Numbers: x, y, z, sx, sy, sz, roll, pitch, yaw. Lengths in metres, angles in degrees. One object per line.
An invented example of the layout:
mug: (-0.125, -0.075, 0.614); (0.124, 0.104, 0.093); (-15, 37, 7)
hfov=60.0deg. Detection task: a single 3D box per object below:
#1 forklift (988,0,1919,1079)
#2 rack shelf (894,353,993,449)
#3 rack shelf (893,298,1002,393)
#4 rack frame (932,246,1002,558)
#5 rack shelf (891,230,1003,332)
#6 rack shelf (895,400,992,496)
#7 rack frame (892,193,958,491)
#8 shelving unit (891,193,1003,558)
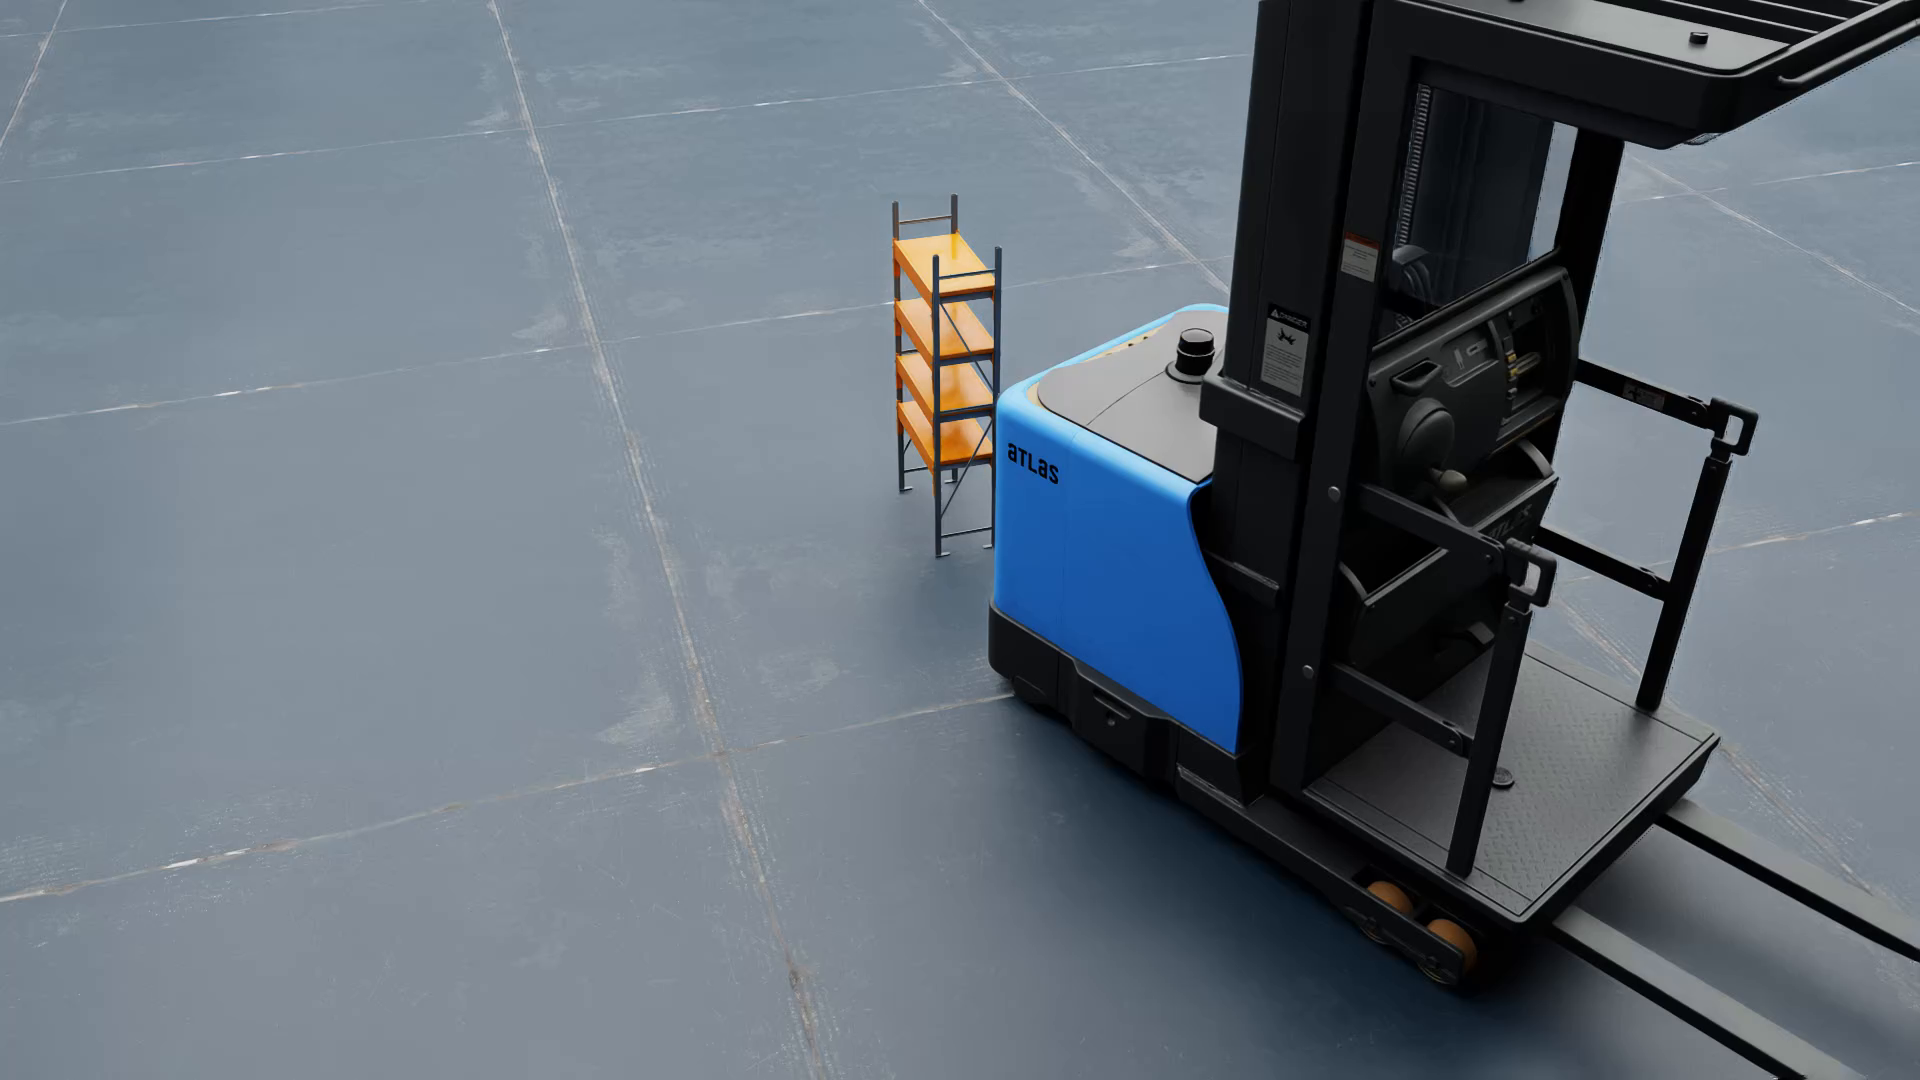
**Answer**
forklift: (1.468, -0.359, 4.135); (1.130, 2.935, 3.031); (-27, 42, -35)
rack shelf: (-0.051, -0.531, 6.088); (0.258, 0.148, 0.480); (-10, 35, -15)
rack shelf: (-0.051, -0.718, 5.964); (0.258, 0.148, 0.480); (-10, 35, -15)
rack frame: (0.024, -0.459, 5.857); (0.240, 1.200, 0.015); (-10, 35, -15)
rack shelf: (-0.051, -0.915, 5.834); (0.258, 0.148, 0.480); (-10, 35, -15)
rack shelf: (-0.051, -0.366, 6.197); (0.258, 0.148, 0.480); (-10, 35, -15)
rack frame: (-0.125, -0.716, 6.245); (0.240, 1.200, 0.015); (-10, 35, -15)
shelving unit: (-0.051, -0.587, 6.051); (0.258, 1.200, 0.503); (-10, 35, -15)
